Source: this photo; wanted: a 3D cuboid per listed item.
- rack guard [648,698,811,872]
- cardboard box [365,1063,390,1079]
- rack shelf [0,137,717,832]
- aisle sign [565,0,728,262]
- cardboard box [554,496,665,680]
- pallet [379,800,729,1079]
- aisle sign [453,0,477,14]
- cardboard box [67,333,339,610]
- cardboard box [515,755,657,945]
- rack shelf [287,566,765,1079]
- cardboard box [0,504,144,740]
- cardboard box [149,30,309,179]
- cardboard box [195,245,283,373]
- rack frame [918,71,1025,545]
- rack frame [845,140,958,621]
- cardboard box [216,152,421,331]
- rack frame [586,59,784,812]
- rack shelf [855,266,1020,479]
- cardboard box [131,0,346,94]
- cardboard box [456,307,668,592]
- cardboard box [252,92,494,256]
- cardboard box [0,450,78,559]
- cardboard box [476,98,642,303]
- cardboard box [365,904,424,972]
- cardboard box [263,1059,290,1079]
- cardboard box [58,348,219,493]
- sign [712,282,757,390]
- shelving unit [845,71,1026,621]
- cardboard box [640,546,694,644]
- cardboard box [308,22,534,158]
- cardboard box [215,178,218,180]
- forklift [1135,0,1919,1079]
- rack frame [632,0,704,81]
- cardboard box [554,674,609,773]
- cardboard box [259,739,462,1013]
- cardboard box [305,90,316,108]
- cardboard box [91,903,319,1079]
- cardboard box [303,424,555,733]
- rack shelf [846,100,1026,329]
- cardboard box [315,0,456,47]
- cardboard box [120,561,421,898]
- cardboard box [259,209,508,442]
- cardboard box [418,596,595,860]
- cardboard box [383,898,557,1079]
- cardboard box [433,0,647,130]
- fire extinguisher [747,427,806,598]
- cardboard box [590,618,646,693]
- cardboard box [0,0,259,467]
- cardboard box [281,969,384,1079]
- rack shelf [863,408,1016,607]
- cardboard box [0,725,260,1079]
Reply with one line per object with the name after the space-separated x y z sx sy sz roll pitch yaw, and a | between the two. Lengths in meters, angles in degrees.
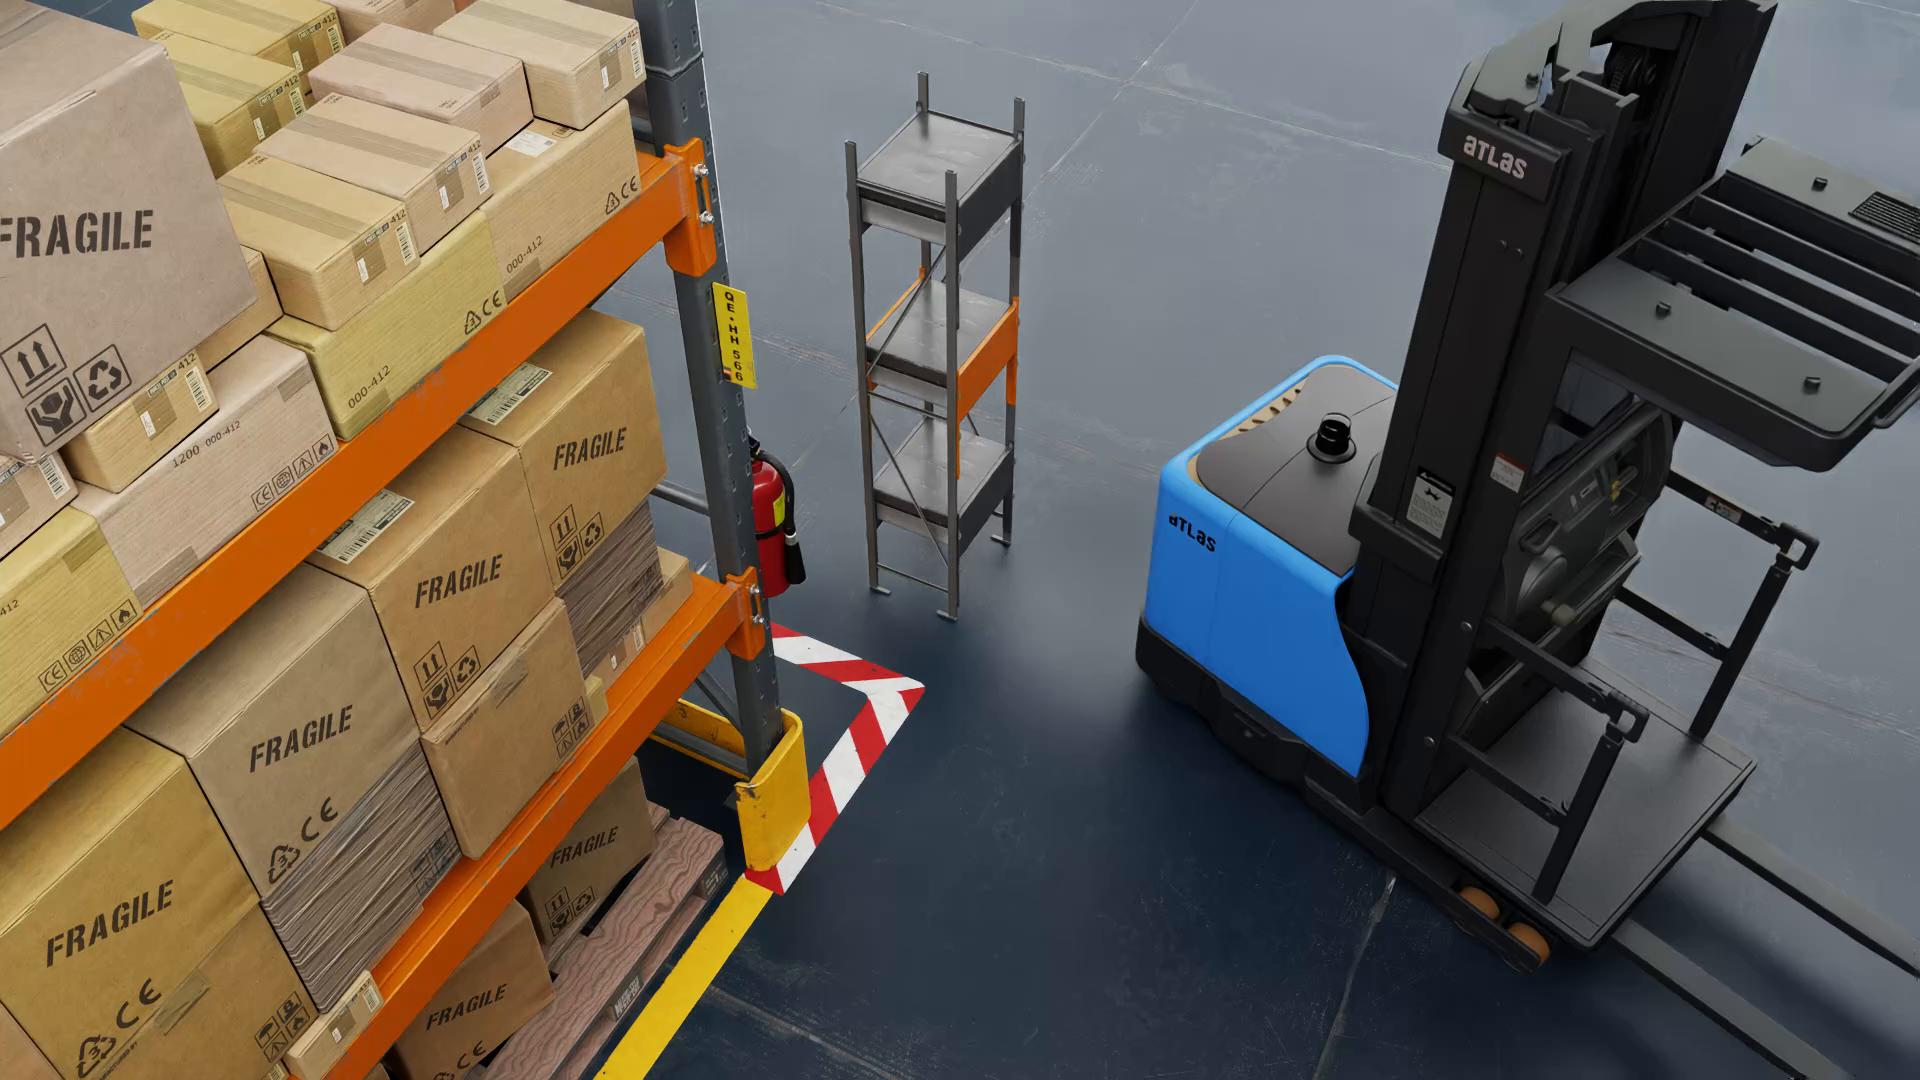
-1.115 0.711 5.976 1.175 0.500 0.348 20 49 19 | rack guard
-1.939 1.679 4.724 0.500 0.500 0.500 25 50 23 | cardboard box
-2.008 0.242 3.078 1.077 0.370 4.000 20 49 19 | rack shelf
-0.786 -1.070 4.151 0.394 0.787 0.004 20 49 19 | aisle sign
-1.360 -0.018 4.660 0.875 0.500 0.500 20 49 19 | cardboard box
-1.524 1.312 5.585 1.003 0.211 1.213 20 49 19 | pallet
-1.317 -1.268 4.346 0.394 0.787 0.004 20 49 19 | aisle sign
-1.553 -0.195 3.110 0.500 0.250 0.500 21 49 20 | cardboard box
-1.385 0.903 5.491 0.500 0.500 0.500 29 52 26 | cardboard box
-2.008 1.297 4.145 1.077 0.370 4.000 20 49 19 | rack shelf
-1.782 0.124 2.795 0.500 0.250 0.500 20 49 18 | cardboard box
-1.627 -0.930 3.556 0.380 0.149 0.250 20 49 18 | cardboard box
-1.508 -0.465 3.097 0.380 0.149 0.250 21 49 20 | cardboard box
0.036 -0.788 6.332 0.400 2.100 0.015 20 49 19 | rack frame
-0.190 -0.480 6.028 0.400 2.100 0.015 20 49 19 | rack frame
-1.283 -0.580 3.210 0.380 0.149 0.250 21 49 19 | cardboard box
-1.080 -0.216 5.134 1.000 3.000 0.127 20 49 19 | rack frame
-0.077 -0.624 6.190 0.431 0.518 0.480 20 49 19 | rack shelf
-1.619 -1.129 3.753 0.380 0.149 0.250 21 49 20 | cardboard box
-1.116 -0.279 4.214 0.500 0.500 0.500 20 49 19 | cardboard box
-1.187 -0.746 3.374 0.380 0.149 0.250 18 48 17 | cardboard box
-1.711 -0.105 2.741 0.380 0.149 0.250 18 48 17 | cardboard box
-1.079 -0.830 3.738 0.500 0.250 0.500 22 49 20 | cardboard box
-1.595 0.913 4.195 0.380 0.149 0.250 20 49 19 | cardboard box
-1.810 1.234 3.878 0.380 0.149 0.250 20 49 19 | cardboard box
-1.543 -0.263 2.897 0.380 0.149 0.250 18 48 17 | cardboard box
-0.598 -0.538 4.417 0.100 0.325 0.005 20 49 19 | sign
-0.077 -0.634 6.180 0.431 2.100 0.503 20 49 19 | shelving unit
-1.029 0.120 4.979 0.380 0.149 0.250 20 49 19 | cardboard box
-1.157 -0.955 3.581 0.380 0.149 0.250 19 48 18 | cardboard box
-1.767 -0.673 3.582 0.500 0.250 0.500 19 48 18 | cardboard box
2.058 0.003 4.966 1.130 2.935 3.031 -34 54 -29 | forklift
-1.080 -2.325 3.001 1.000 3.000 0.127 20 49 19 | rack frame
-1.217 0.452 4.651 0.380 0.149 0.250 20 49 19 | cardboard box
-1.756 0.637 4.012 0.875 0.500 0.500 20 49 19 | cardboard box
-1.533 -1.000 3.905 0.500 0.250 0.500 22 49 20 | cardboard box
-1.998 0.948 3.704 0.875 0.500 0.500 20 49 19 | cardboard box
-1.343 0.038 3.901 0.500 0.500 0.500 20 49 19 | cardboard box
-0.077 -1.116 5.692 0.431 0.518 0.480 20 49 19 | rack shelf
-1.413 -1.261 3.883 0.380 0.149 0.250 20 49 19 | cardboard box
-1.578 0.352 3.591 0.500 0.500 0.500 20 49 19 | cardboard box
-1.308 -0.515 3.426 0.500 0.250 0.500 21 49 19 | cardboard box
-1.485 0.336 4.309 0.875 0.500 0.500 20 49 19 | cardboard box
-1.632 1.291 5.107 0.500 0.500 0.500 33 54 29 | cardboard box
-0.932 -1.080 3.704 0.380 0.149 0.250 20 49 19 | cardboard box
-0.619 -0.109 5.083 0.296 0.674 0.183 20 49 19 | fire extinguisher
-1.146 0.277 4.824 0.380 0.149 0.250 20 49 19 | cardboard box
-1.575 -0.526 2.701 0.500 0.500 0.500 20 49 19 | cardboard box
-1.633 1.100 4.011 0.380 0.149 0.250 20 49 19 | cardboard box
-0.077 -0.132 6.688 0.431 0.518 0.480 20 49 19 | rack shelf
-1.817 0.664 3.282 0.500 0.500 0.500 20 49 19 | cardboard box
